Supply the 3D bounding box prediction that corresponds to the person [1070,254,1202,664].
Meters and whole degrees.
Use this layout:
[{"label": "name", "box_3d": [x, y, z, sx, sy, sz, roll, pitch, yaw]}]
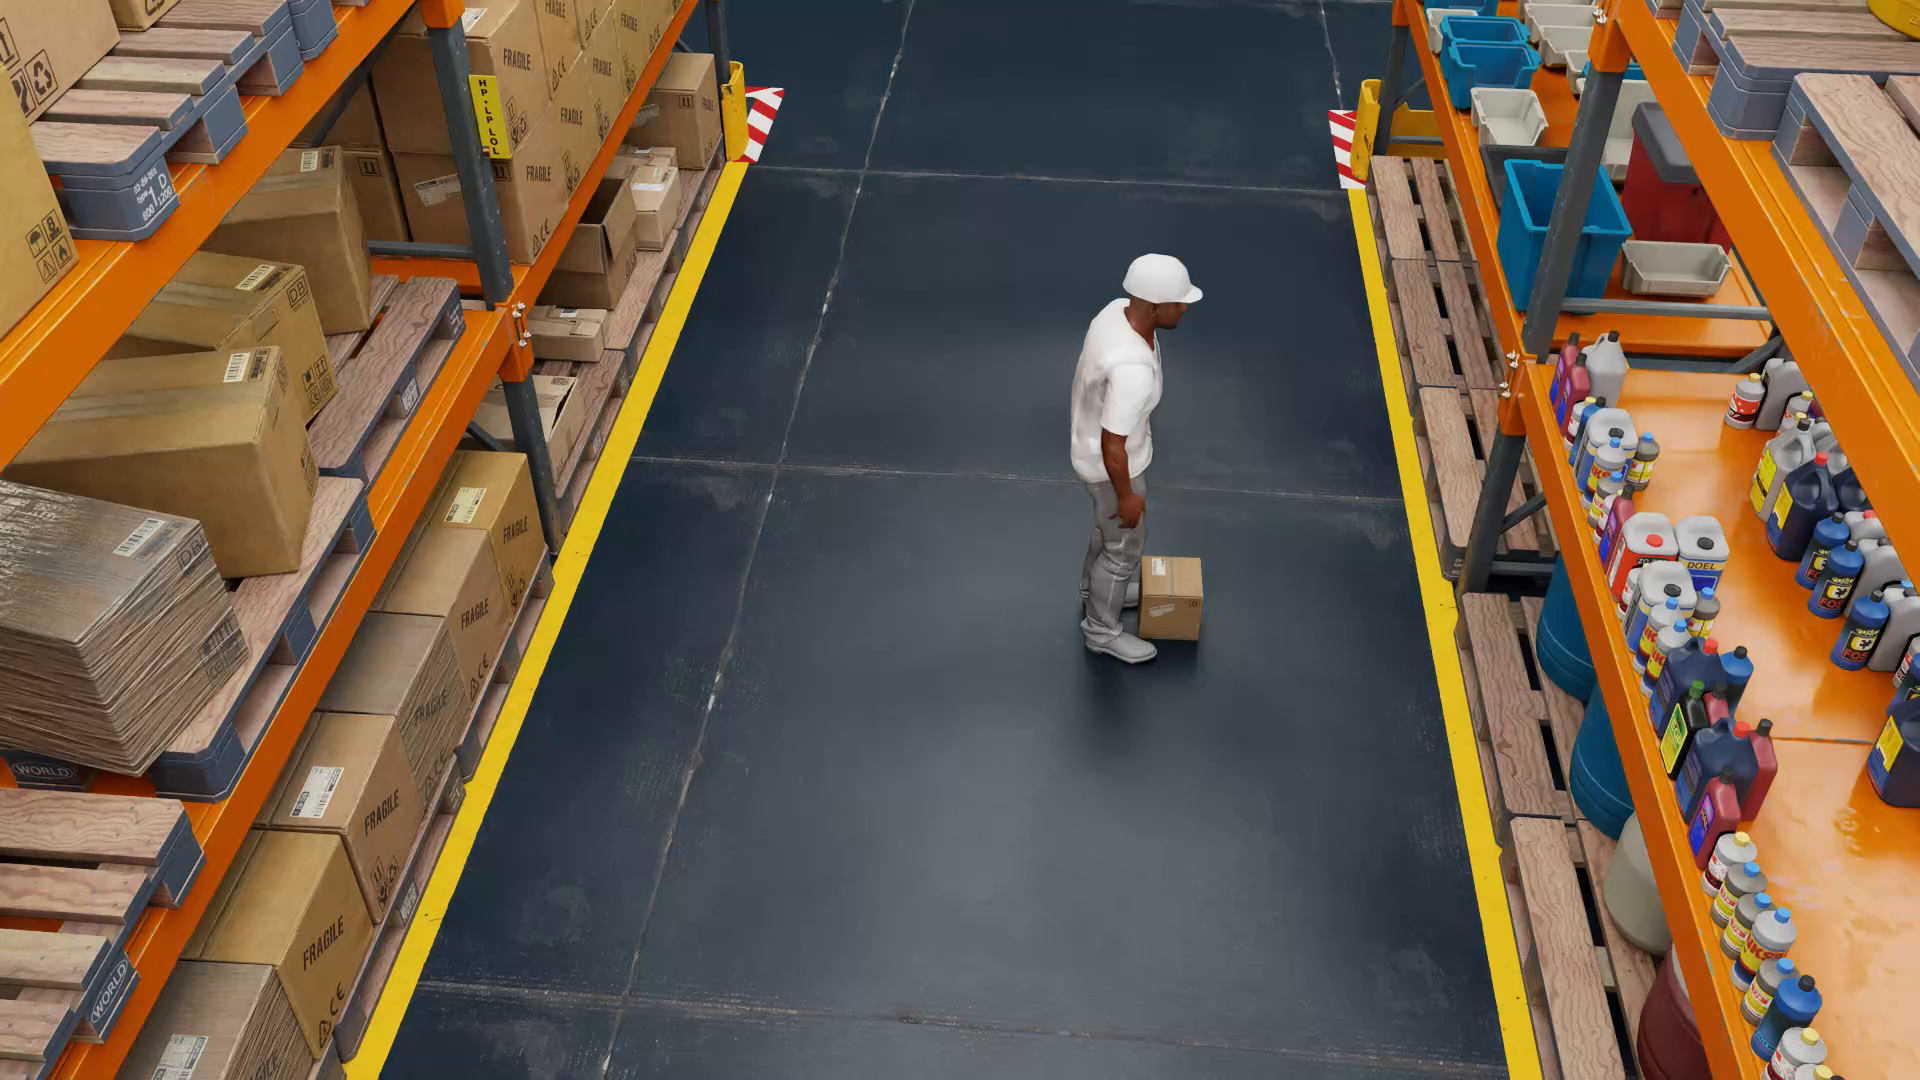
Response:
[{"label": "person", "box_3d": [0.655, -0.335, 6.543, 0.460, 1.760, 0.627, 3, 40, 4]}]
